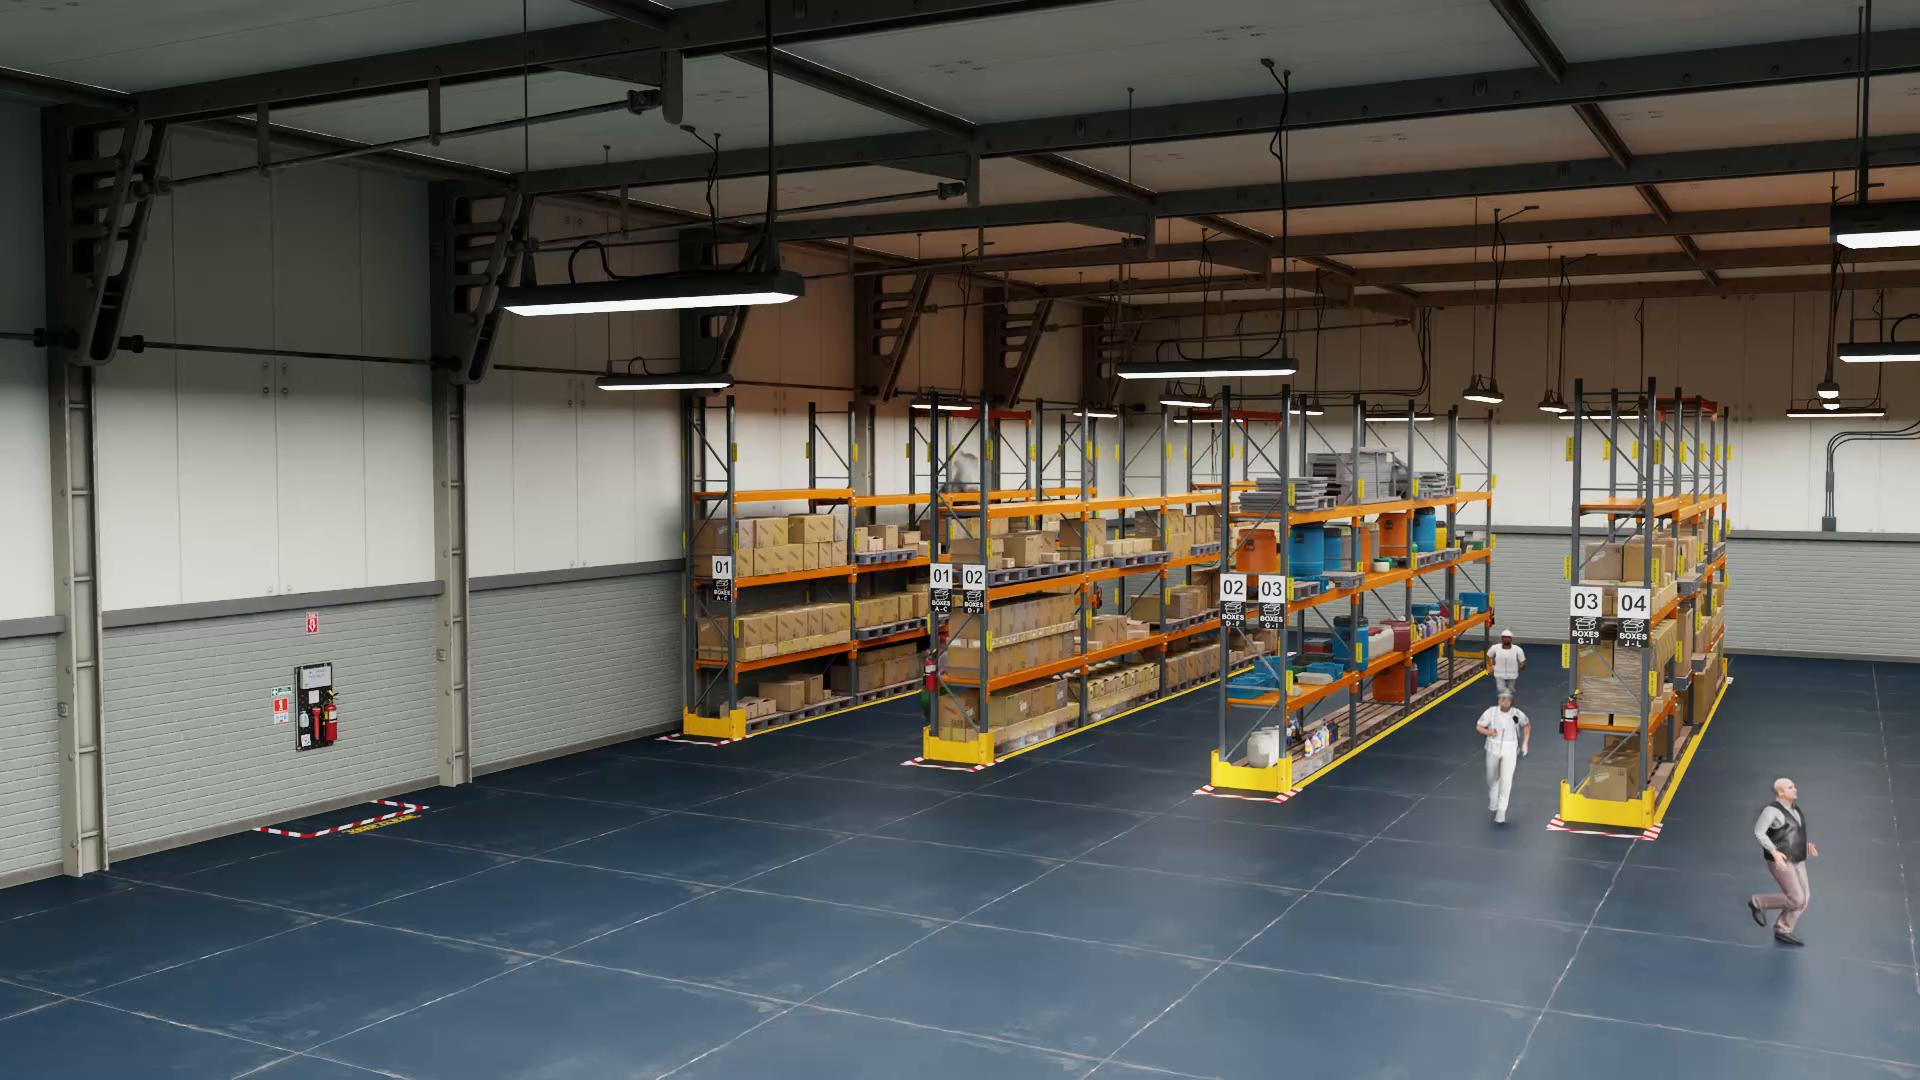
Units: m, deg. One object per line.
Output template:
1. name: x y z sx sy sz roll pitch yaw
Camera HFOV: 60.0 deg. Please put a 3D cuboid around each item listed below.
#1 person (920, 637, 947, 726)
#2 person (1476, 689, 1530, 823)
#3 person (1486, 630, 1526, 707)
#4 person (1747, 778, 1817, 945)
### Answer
1. person: -0.422 2.567 29.618 0.570 1.808 0.862 1 3 20
2. person: 7.425 2.904 22.784 0.696 1.756 0.990 1 3 23
3. person: 10.009 2.525 30.492 0.697 1.768 0.924 1 3 16
4. person: 8.427 3.275 17.028 0.657 1.683 0.585 -2 4 -34
